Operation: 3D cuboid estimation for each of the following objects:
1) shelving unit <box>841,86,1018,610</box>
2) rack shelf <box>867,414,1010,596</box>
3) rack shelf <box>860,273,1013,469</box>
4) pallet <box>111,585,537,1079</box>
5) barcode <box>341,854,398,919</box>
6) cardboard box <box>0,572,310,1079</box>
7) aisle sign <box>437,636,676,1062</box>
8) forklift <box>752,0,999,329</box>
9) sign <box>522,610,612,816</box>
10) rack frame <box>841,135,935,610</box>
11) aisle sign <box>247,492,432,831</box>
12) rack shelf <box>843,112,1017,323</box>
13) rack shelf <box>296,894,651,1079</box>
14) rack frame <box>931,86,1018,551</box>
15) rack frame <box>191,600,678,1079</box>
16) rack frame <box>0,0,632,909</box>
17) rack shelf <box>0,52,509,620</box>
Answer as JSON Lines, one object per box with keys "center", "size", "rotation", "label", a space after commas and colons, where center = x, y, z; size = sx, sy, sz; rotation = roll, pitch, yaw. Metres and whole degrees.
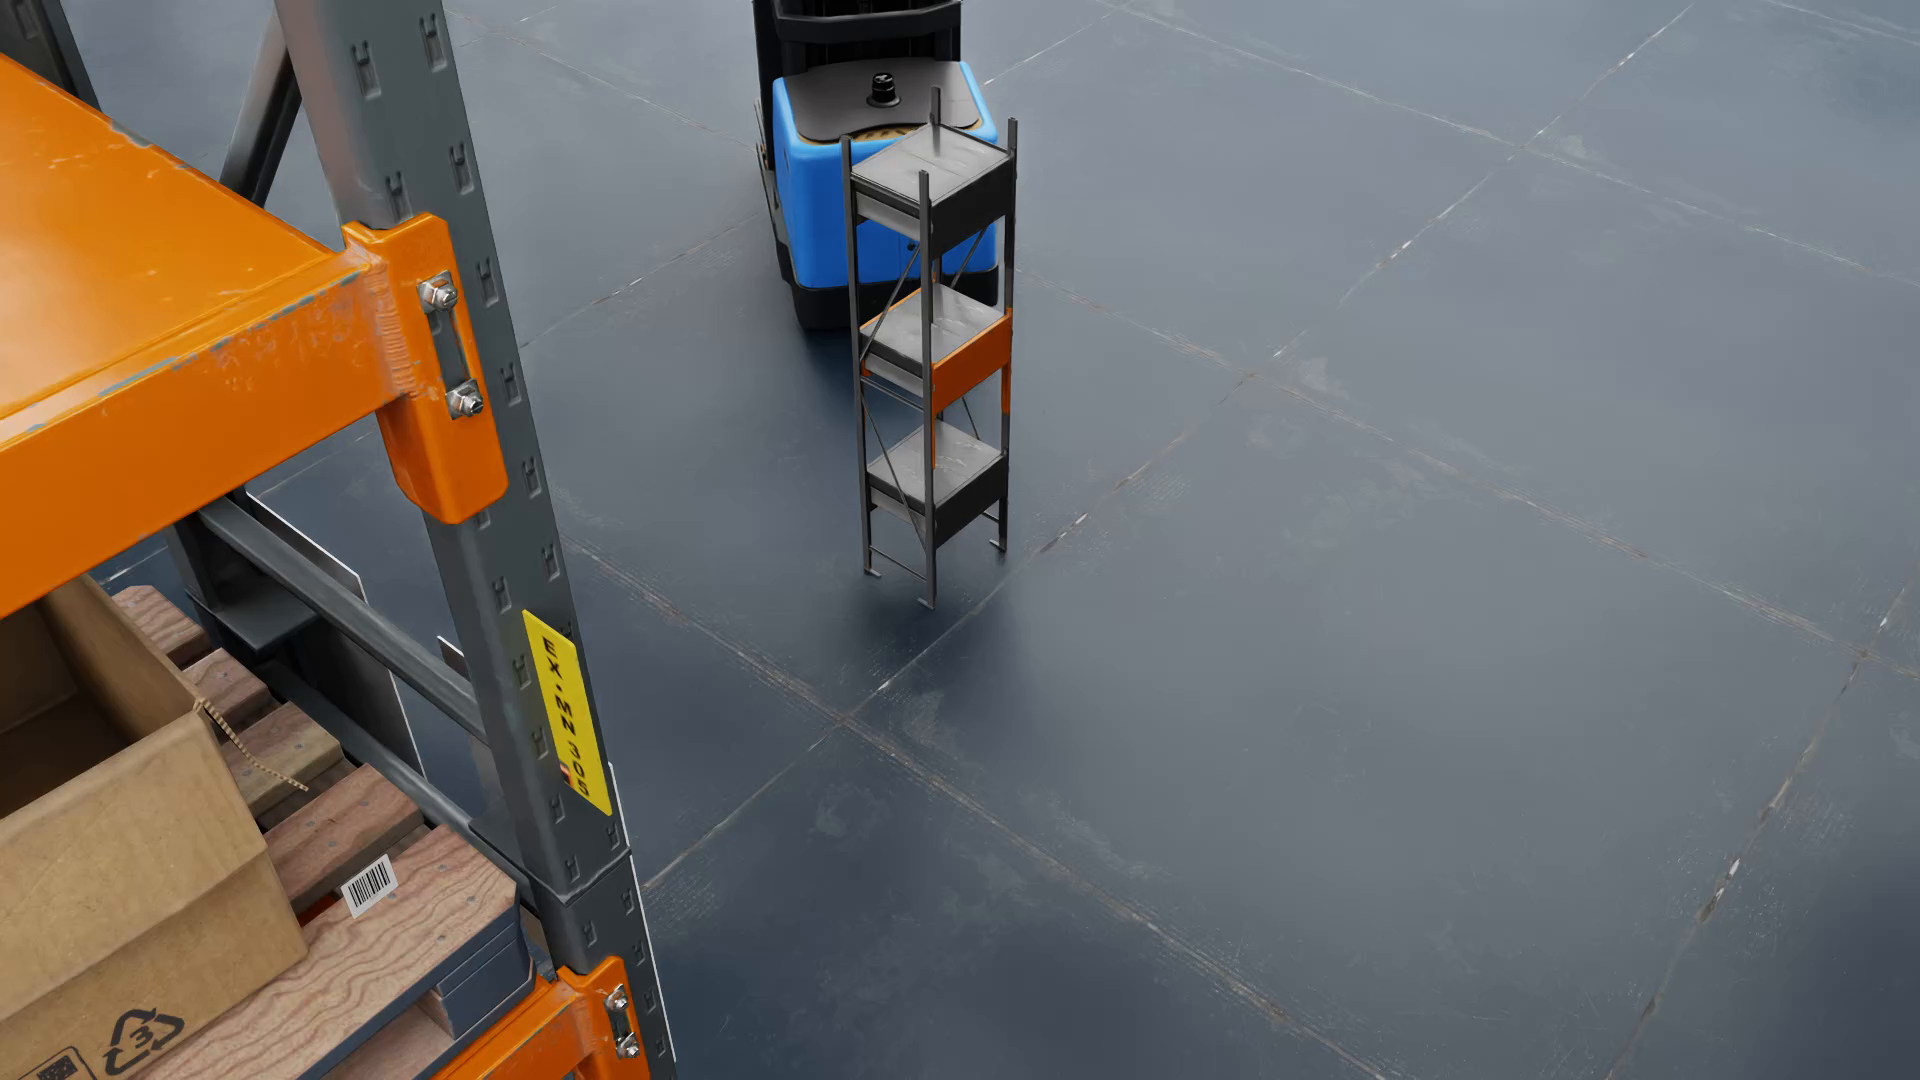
{"center": [-0.107, -0.692, 6.632], "size": [0.431, 2.100, 0.503], "rotation": [29, 50, 28], "label": "shelving unit"}
{"center": [-0.107, -0.164, 7.112], "size": [0.431, 0.518, 0.480], "rotation": [29, 50, 28], "label": "rack shelf"}
{"center": [-0.107, -0.682, 6.641], "size": [0.431, 0.518, 0.480], "rotation": [29, 50, 28], "label": "rack shelf"}
{"center": [-1.383, 0.667, 2.305], "size": [1.003, 0.211, 1.213], "rotation": [29, 50, 28], "label": "pallet"}
{"center": [-0.733, 0.431, 2.068], "size": [0.001, 0.075, 0.075], "rotation": [29, 50, 28], "label": "barcode"}
{"center": [-1.281, 0.330, 2.117], "size": [0.797, 0.503, 0.637], "rotation": [33, 52, 31], "label": "cardboard box"}
{"center": [-0.641, 0.523, 2.695], "size": [0.394, 0.787, 0.004], "rotation": [29, 50, 28], "label": "aisle sign"}
{"center": [-0.585, -3.165, 8.734], "size": [1.130, 2.935, 3.031], "rotation": [-7, 43, -8], "label": "forklift"}
{"center": [-0.502, 0.225, 2.126], "size": [0.100, 0.325, 0.005], "rotation": [29, 50, 28], "label": "sign"}
{"center": [-0.264, -0.566, 6.494], "size": [0.400, 2.100, 0.015], "rotation": [29, 50, 28], "label": "rack frame"}
{"center": [-1.101, 0.263, 2.981], "size": [0.394, 0.787, 0.004], "rotation": [29, 50, 28], "label": "aisle sign"}
{"center": [-0.107, -1.199, 6.170], "size": [0.431, 0.518, 0.480], "rotation": [29, 50, 28], "label": "rack shelf"}
{"center": [-2.196, 1.577, 1.773], "size": [1.077, 0.370, 4.000], "rotation": [29, 50, 28], "label": "rack shelf"}
{"center": [0.050, -0.817, 6.770], "size": [0.400, 2.100, 0.015], "rotation": [29, 50, 28], "label": "rack frame"}
{"center": [-0.908, 1.391, 3.673], "size": [1.000, 3.000, 0.127], "rotation": [29, 50, 28], "label": "rack frame"}
{"center": [-0.908, -0.828, 1.654], "size": [1.000, 3.000, 0.127], "rotation": [29, 50, 28], "label": "rack frame"}
{"center": [-2.196, 0.616, 0.898], "size": [1.077, 0.370, 4.000], "rotation": [29, 50, 28], "label": "rack shelf"}
